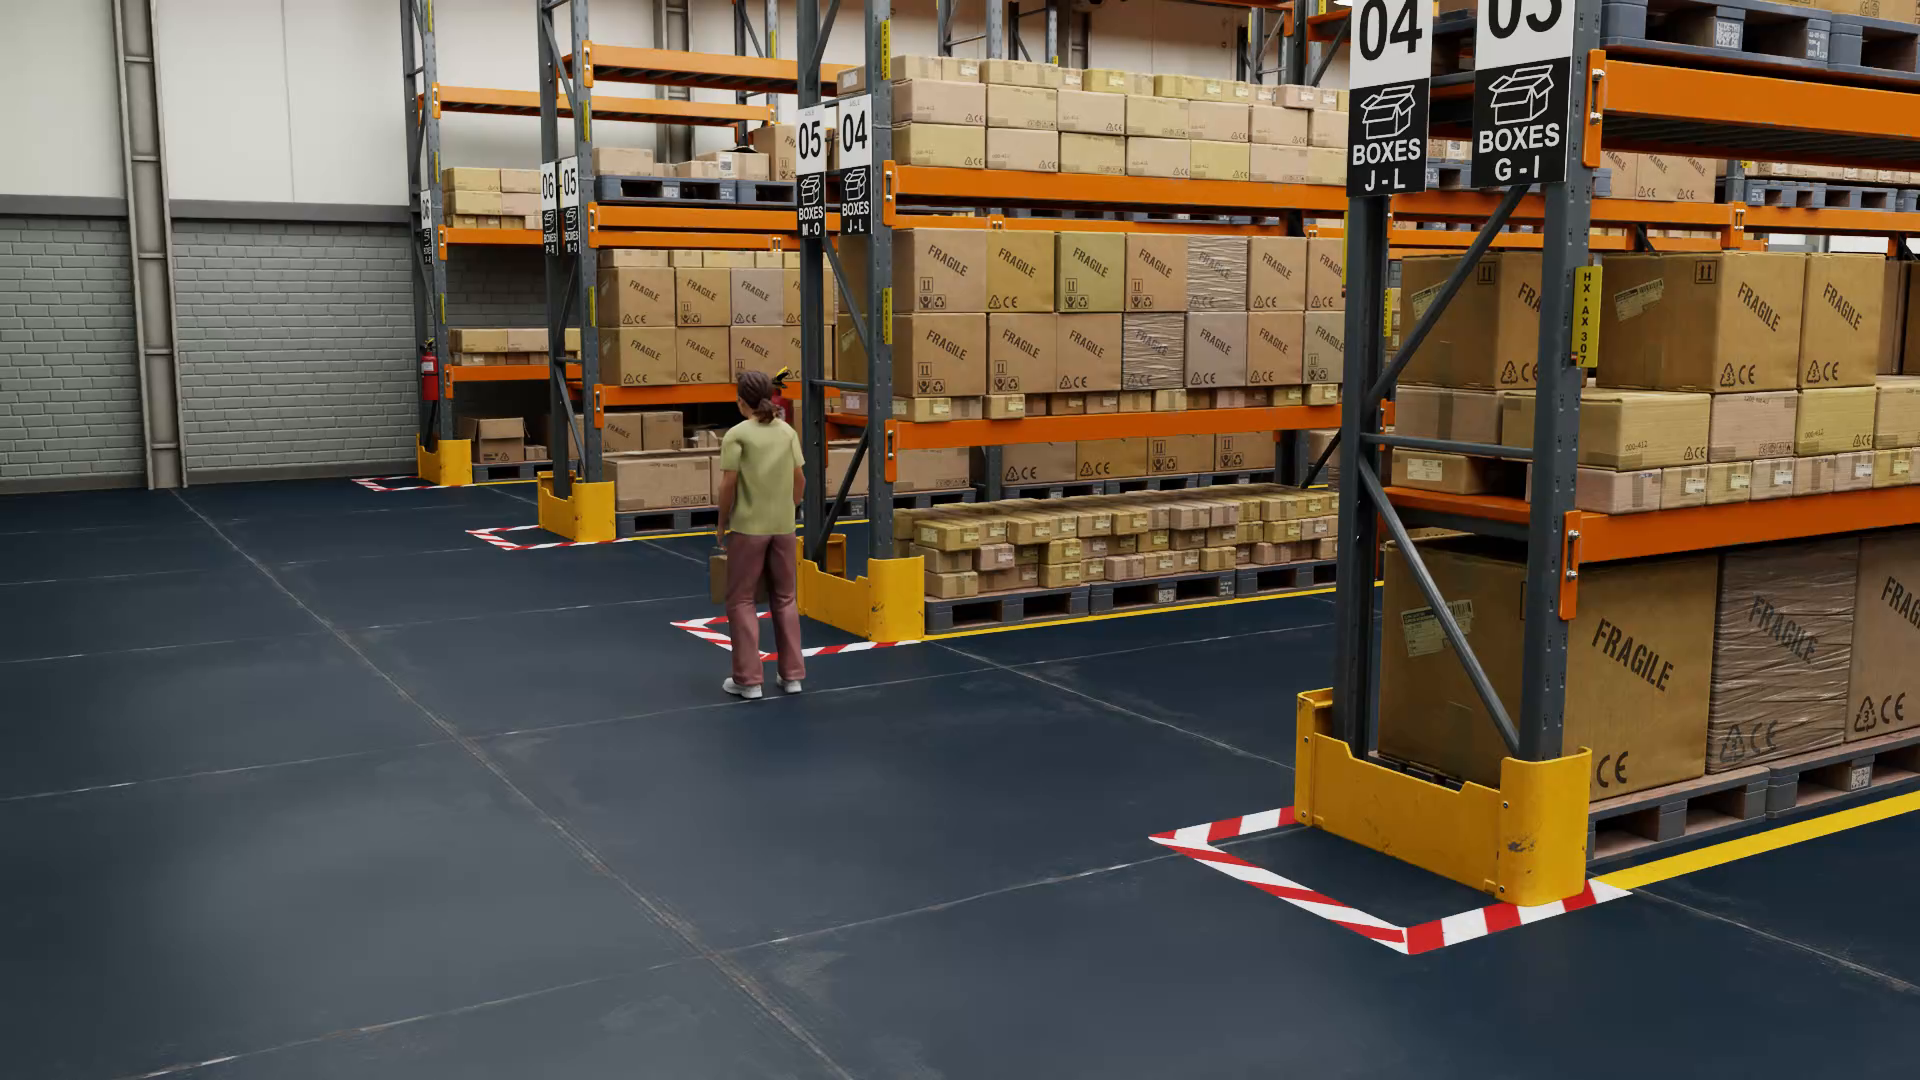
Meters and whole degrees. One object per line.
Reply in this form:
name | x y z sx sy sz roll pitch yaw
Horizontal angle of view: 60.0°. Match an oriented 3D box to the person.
person | -1.029 -0.033 8.553 0.480 1.676 0.356 -5 10 -32
